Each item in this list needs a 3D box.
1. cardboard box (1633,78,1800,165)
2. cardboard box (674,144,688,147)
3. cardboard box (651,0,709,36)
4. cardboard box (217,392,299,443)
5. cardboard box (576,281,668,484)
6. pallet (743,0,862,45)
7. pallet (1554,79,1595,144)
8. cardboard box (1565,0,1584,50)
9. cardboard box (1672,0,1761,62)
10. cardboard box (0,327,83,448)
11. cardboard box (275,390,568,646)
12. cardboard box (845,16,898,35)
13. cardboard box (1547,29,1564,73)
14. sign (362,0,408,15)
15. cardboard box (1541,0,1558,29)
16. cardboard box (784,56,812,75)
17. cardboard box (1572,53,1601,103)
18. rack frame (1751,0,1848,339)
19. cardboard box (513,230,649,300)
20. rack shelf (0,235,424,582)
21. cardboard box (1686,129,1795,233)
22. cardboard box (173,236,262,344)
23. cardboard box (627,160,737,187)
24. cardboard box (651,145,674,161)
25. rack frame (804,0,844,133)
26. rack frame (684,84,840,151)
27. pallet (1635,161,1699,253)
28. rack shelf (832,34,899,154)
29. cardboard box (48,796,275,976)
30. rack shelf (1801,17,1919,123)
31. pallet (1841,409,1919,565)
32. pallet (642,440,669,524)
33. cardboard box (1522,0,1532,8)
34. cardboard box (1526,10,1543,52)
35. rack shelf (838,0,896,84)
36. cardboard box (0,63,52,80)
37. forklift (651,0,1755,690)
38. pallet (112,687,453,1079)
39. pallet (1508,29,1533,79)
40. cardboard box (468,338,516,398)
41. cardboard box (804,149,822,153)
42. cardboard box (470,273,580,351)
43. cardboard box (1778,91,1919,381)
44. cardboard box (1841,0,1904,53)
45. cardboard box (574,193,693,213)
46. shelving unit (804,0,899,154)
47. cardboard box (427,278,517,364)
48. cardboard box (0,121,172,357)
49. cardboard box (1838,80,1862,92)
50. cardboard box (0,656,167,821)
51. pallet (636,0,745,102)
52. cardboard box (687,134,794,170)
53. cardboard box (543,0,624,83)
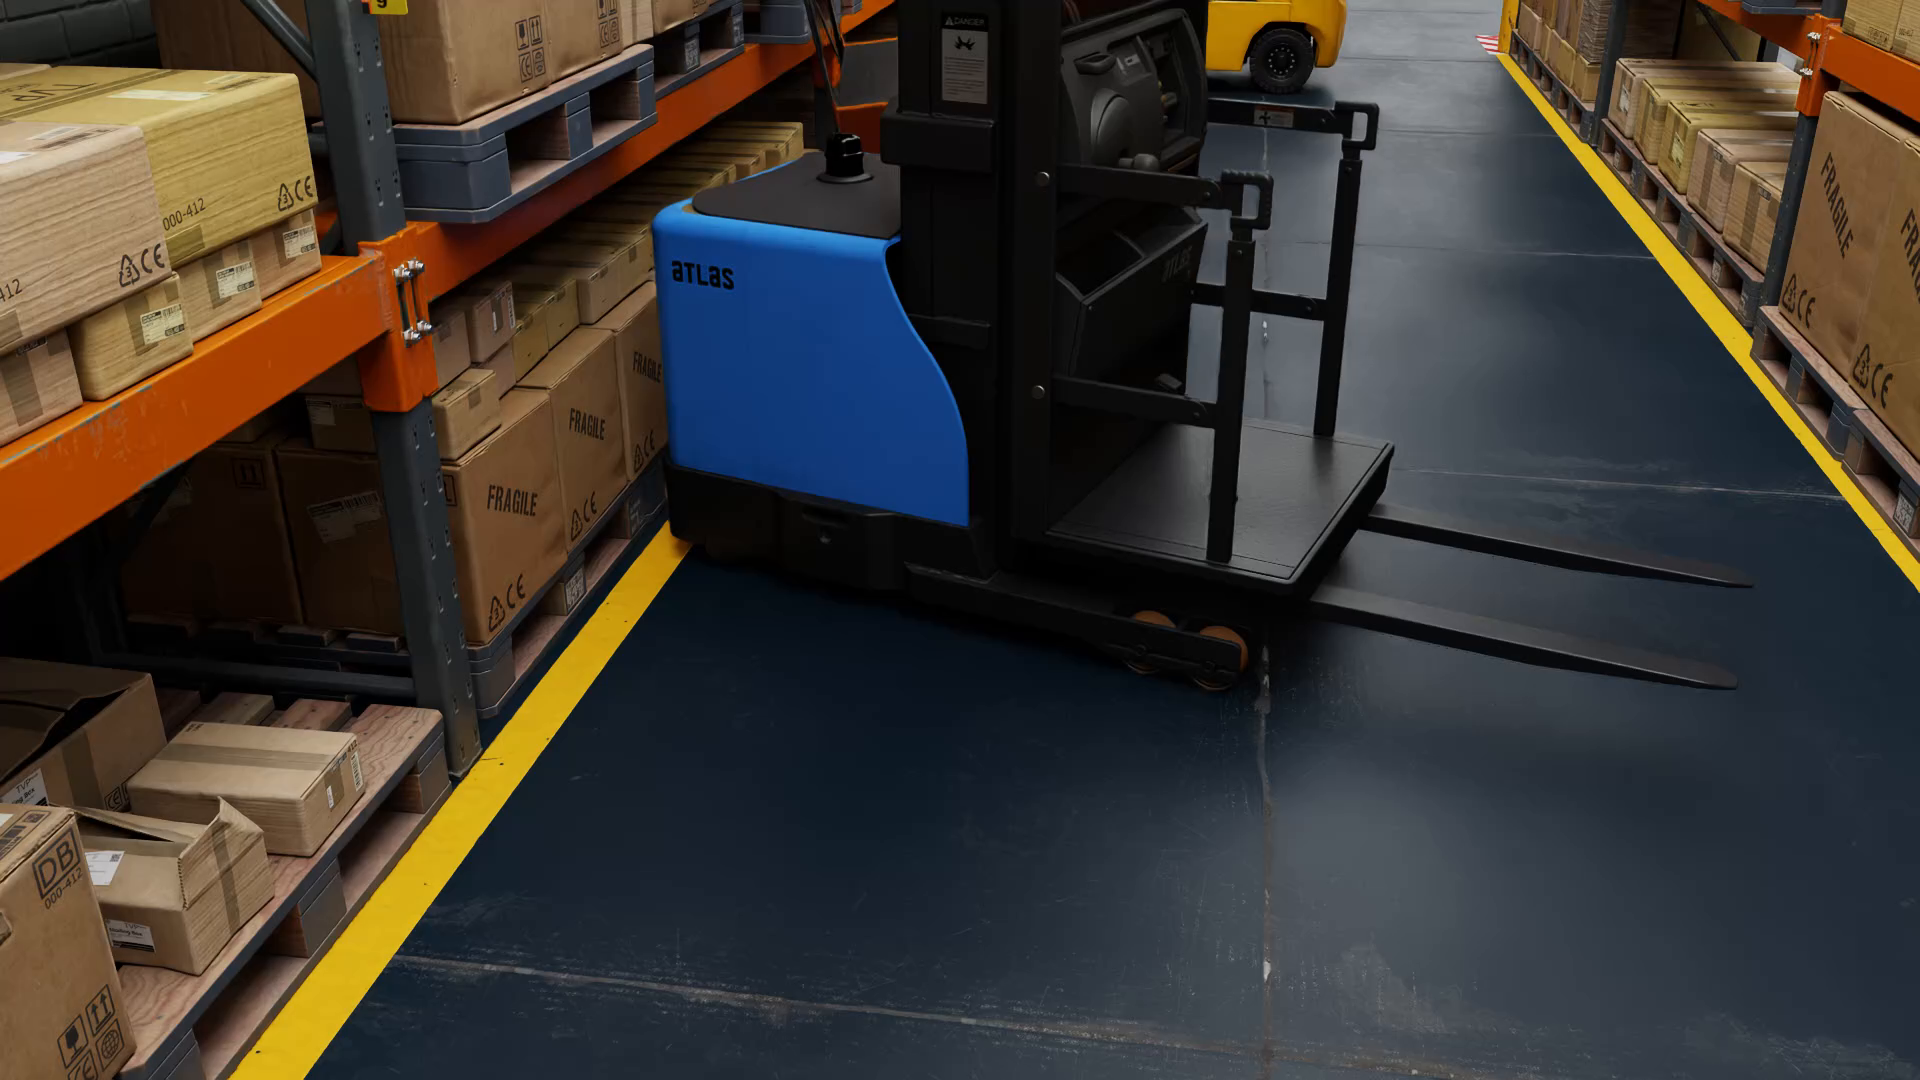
[{"bbox_3d":[4.323,-2.321,9.275,0.950,0.372,0.625,6,26,12],"label":"cardboard box"},{"bbox_3d":[-1.376,-1.412,7.181,0.500,0.500,0.500,5,26,10],"label":"cardboard box"},{"bbox_3d":[-1.172,-1.805,4.954,0.700,0.500,0.500,4,25,8],"label":"cardboard box"},{"bbox_3d":[-1.908,-0.364,4.176,0.380,0.149,0.250,3,25,6],"label":"cardboard box"},{"bbox_3d":[-1.220,-0.514,5.264,0.500,0.500,0.500,3,25,7],"label":"cardboard box"},{"bbox_3d":[-1.072,-2.135,6.500,1.213,0.211,1.003,4,25,9],"label":"pallet"},{"bbox_3d":[4.596,-2.862,11.115,1.003,0.211,1.213,4,25,9],"label":"pallet"},{"bbox_3d":[4.434,-3.605,11.276,0.500,0.500,0.500,4,25,9],"label":"cardboard box"},{"bbox_3d":[4.884,-3.354,10.740,0.500,0.500,0.500,5,26,11],"label":"cardboard box"},{"bbox_3d":[-1.596,-0.245,2.531,0.380,0.149,0.250,5,25,10],"label":"cardboard box"},{"bbox_3d":[-1.383,-0.083,4.341,0.500,0.500,0.500,5,26,11],"label":"cardboard box"},{"bbox_3d":[-0.585,-2.755,9.904,0.875,0.625,0.625,4,25,8],"label":"cardboard box"},{"bbox_3d":[4.517,-3.488,11.911,0.500,0.250,0.500,4,25,9],"label":"cardboard box"},{"bbox_3d":[-1.148,-1.196,3.245,0.100,0.325,0.005,4,25,9],"label":"sign"},{"bbox_3d":[4.595,-4.042,12.211,0.500,0.500,0.500,5,25,10],"label":"cardboard box"},{"bbox_3d":[-0.816,-2.159,8.630,0.875,0.625,0.625,5,26,10],"label":"cardboard box"},{"bbox_3d":[4.352,-3.052,10.980,0.500,0.250,0.500,5,26,11],"label":"cardboard box"},{"bbox_3d":[3.867,-2.168,6.344,1.000,3.000,0.127,4,25,9],"label":"rack frame"},{"bbox_3d":[-1.211,-0.872,5.262,0.380,0.149,0.250,5,26,10],"label":"cardboard box"},{"bbox_3d":[-2.011,0.324,1.867,1.077,0.370,4.000,4,25,9],"label":"rack shelf"},{"bbox_3d":[4.082,-1.713,7.976,0.950,0.372,0.625,4,25,8],"label":"cardboard box"},{"bbox_3d":[-1.508,-0.463,2.997,0.380,0.149,0.250,5,25,10],"label":"cardboard box"},{"bbox_3d":[-1.050,-1.308,6.194,0.380,0.149,0.250,5,26,10],"label":"cardboard box"},{"bbox_3d":[-1.423,-1.666,6.959,0.380,0.149,0.250,5,26,11],"label":"cardboard box"},{"bbox_3d":[-0.395,-1.469,5.920,0.015,2.100,0.400,-5,49,7],"label":"rack frame"},{"bbox_3d":[-1.030,-2.511,7.076,1.000,3.000,0.127,4,25,9],"label":"rack frame"},{"bbox_3d":[4.198,-1.741,8.720,1.003,0.211,1.213,4,25,9],"label":"pallet"},{"bbox_3d":[-0.152,-1.482,5.900,0.480,0.518,0.431,-5,49,7],"label":"rack shelf"},{"bbox_3d":[-1.544,0.613,3.132,0.396,0.266,0.258,5,26,10],"label":"cardboard box"},{"bbox_3d":[3.540,-1.006,4.710,1.077,0.370,4.000,4,25,9],"label":"rack shelf"},{"bbox_3d":[3.462,-0.072,5.155,1.003,0.211,1.213,4,25,9],"label":"pallet"},{"bbox_3d":[-1.391,-0.429,5.918,1.003,0.211,1.213,4,25,9],"label":"pallet"},{"bbox_3d":[4.767,-4.471,13.126,0.500,0.500,0.500,3,25,7],"label":"cardboard box"},{"bbox_3d":[4.679,-3.928,12.852,0.500,0.250,0.500,5,26,10],"label":"cardboard box"},{"bbox_3d":[-0.704,-3.021,9.015,1.077,0.370,4.000,4,25,9],"label":"rack shelf"},{"bbox_3d":[-2.031,-0.716,3.068,0.500,0.250,0.500,4,25,8],"label":"cardboard box"},{"bbox_3d":[0.654,-1.188,4.330,3.031,2.935,1.130,12,28,24],"label":"forklift"},{"bbox_3d":[-1.797,0.712,3.479,1.003,0.211,1.213,4,25,9],"label":"pallet"},{"bbox_3d":[4.994,-3.882,13.295,1.003,0.211,1.213,4,25,9],"label":"pallet"},{"bbox_3d":[-1.394,-0.442,4.345,0.380,0.149,0.250,3,25,7],"label":"cardboard box"},{"bbox_3d":[-0.887,-1.377,7.107,0.500,0.500,0.500,5,26,10],"label":"cardboard box"},{"bbox_3d":[-1.332,-0.666,4.823,0.380,0.149,0.250,4,25,8],"label":"cardboard box"},{"bbox_3d":[3.672,-1.113,6.101,0.875,0.875,0.875,4,25,8],"label":"cardboard box"},{"bbox_3d":[3.539,-1.913,5.976,0.500,0.250,0.500,4,25,8],"label":"cardboard box"},{"bbox_3d":[-1.106,-1.086,5.720,0.380,0.149,0.250,3,25,6],"label":"cardboard box"},{"bbox_3d":[-0.154,-1.491,5.890,0.503,2.100,0.431,-5,49,7],"label":"shelving unit"},{"bbox_3d":[-1.368,-0.568,4.262,0.380,0.149,0.250,3,25,6],"label":"cardboard box"},{"bbox_3d":[-1.594,-0.464,2.529,0.500,0.250,0.500,4,25,9],"label":"cardboard box"},{"bbox_3d":[6.038,-3.064,11.204,0.500,0.500,0.500,-20,32,-36],"label":"cardboard box"},{"bbox_3d":[-2.025,0.450,3.427,0.500,0.311,0.500,5,26,10],"label":"cardboard box"},{"bbox_3d":[-1.344,-1.610,5.378,1.003,0.211,1.213,4,25,9],"label":"pallet"},{"bbox_3d":[-0.875,-1.522,6.652,0.380,0.149,0.250,3,25,6],"label":"cardboard box"},{"bbox_3d":[-1.300,-1.477,4.253,0.700,0.500,0.500,4,25,9],"label":"cardboard box"}]
